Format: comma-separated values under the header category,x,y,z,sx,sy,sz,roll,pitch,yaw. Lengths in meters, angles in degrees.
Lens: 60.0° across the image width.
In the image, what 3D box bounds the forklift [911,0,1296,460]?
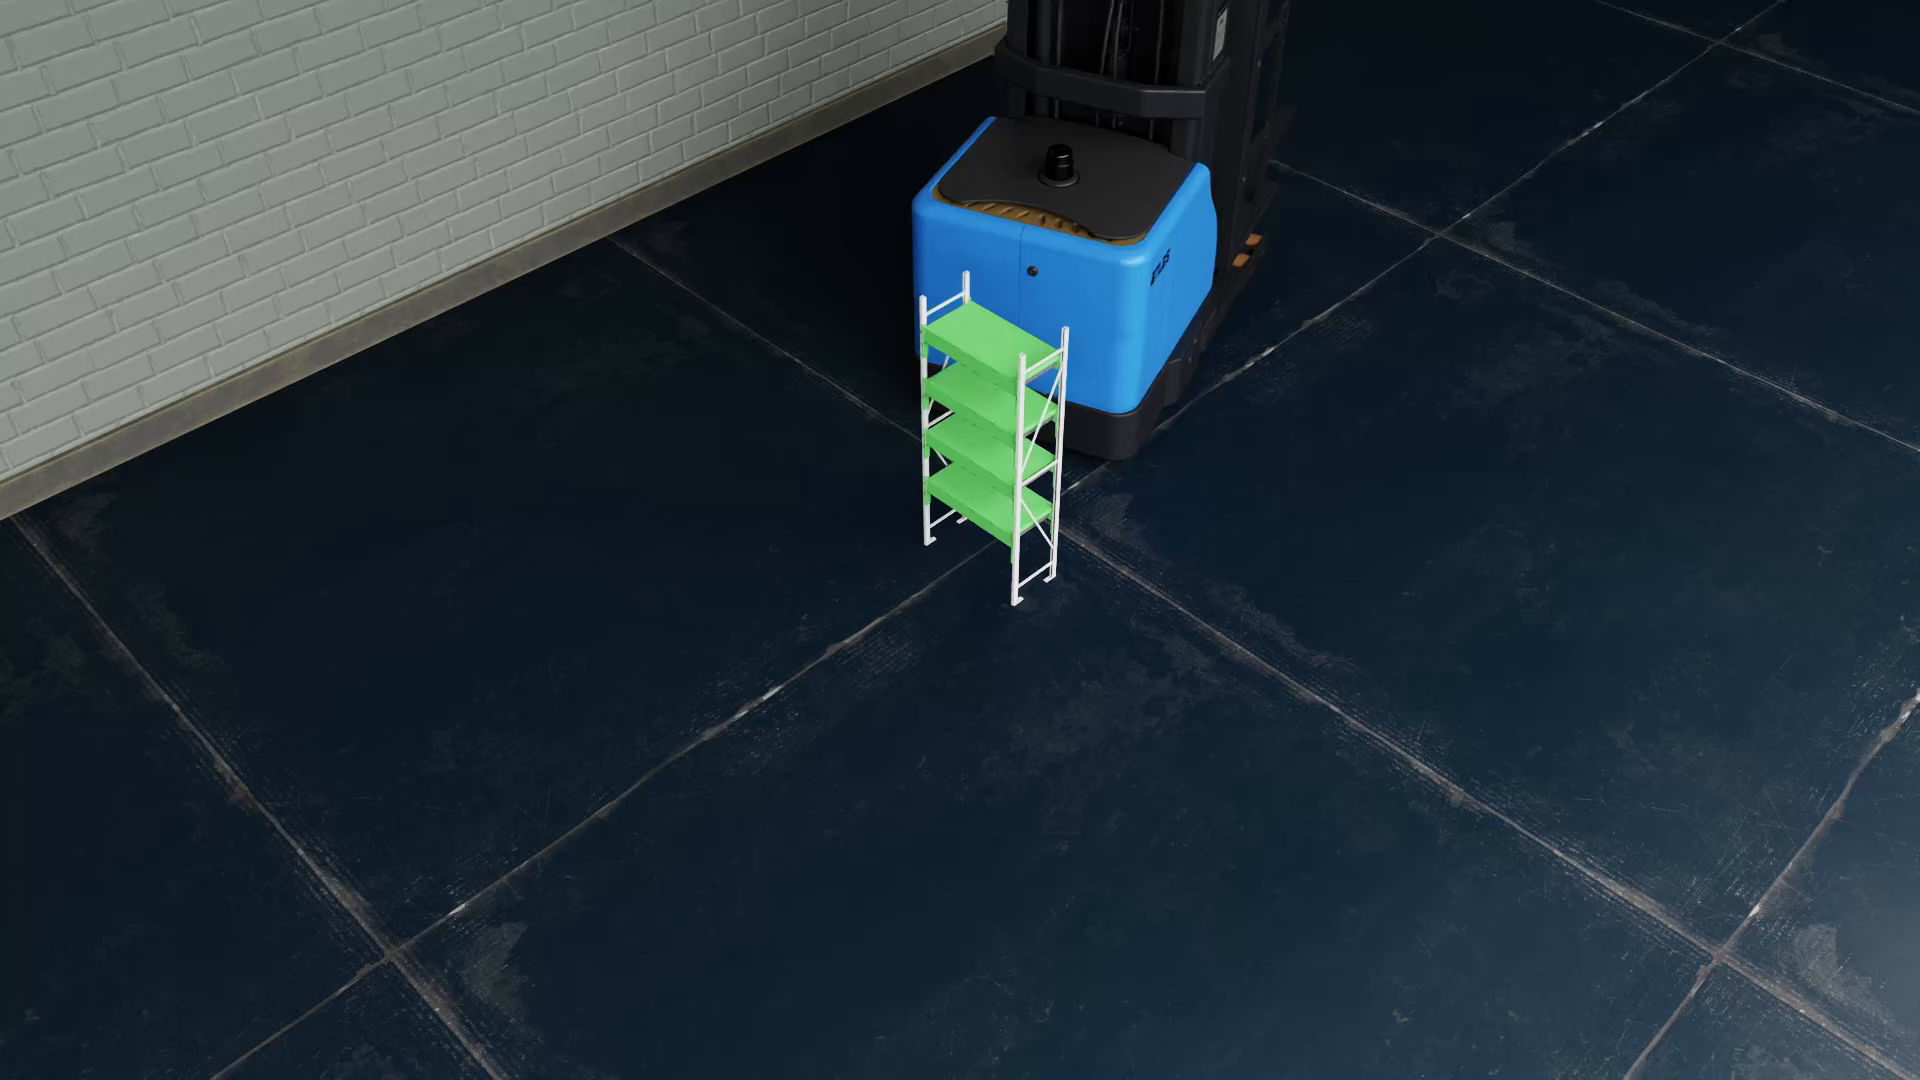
category,x,y,z,sx,sy,sz,roll,pitch,yaw
forklift,0.866,-2.416,7.205,1.130,2.935,3.031,17,46,18

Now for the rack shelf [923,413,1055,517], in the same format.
category,x,y,z,sx,sy,sz,roll,pitch,yaw
rack shelf,0.117,-0.314,6.300,0.258,0.148,0.480,-34,53,-31

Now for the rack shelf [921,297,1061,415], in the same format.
category,x,y,z,sx,sy,sz,roll,pitch,yaw
rack shelf,0.117,-0.667,5.974,0.258,0.148,0.480,-34,53,-31

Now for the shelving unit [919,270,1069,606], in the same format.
category,x,y,z,sx,sy,sz,roll,pitch,yaw
shelving unit,0.117,-0.361,6.257,0.258,1.200,0.503,-34,53,-31

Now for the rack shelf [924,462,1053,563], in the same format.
category,x,y,z,sx,sy,sz,roll,pitch,yaw
rack shelf,0.117,-0.138,6.463,0.258,0.148,0.480,-34,53,-31

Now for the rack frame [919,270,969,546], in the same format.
category,x,y,z,sx,sy,sz,roll,pitch,yaw
rack frame,-0.055,-0.478,6.384,0.240,1.200,0.015,-34,53,-31

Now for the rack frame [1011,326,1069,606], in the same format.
category,x,y,z,sx,sy,sz,roll,pitch,yaw
rack frame,0.289,-0.244,6.130,0.240,1.200,0.015,-34,53,-31

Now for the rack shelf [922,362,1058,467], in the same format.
category,x,y,z,sx,sy,sz,roll,pitch,yaw
rack shelf,0.117,-0.490,6.137,0.258,0.148,0.480,-34,53,-31
